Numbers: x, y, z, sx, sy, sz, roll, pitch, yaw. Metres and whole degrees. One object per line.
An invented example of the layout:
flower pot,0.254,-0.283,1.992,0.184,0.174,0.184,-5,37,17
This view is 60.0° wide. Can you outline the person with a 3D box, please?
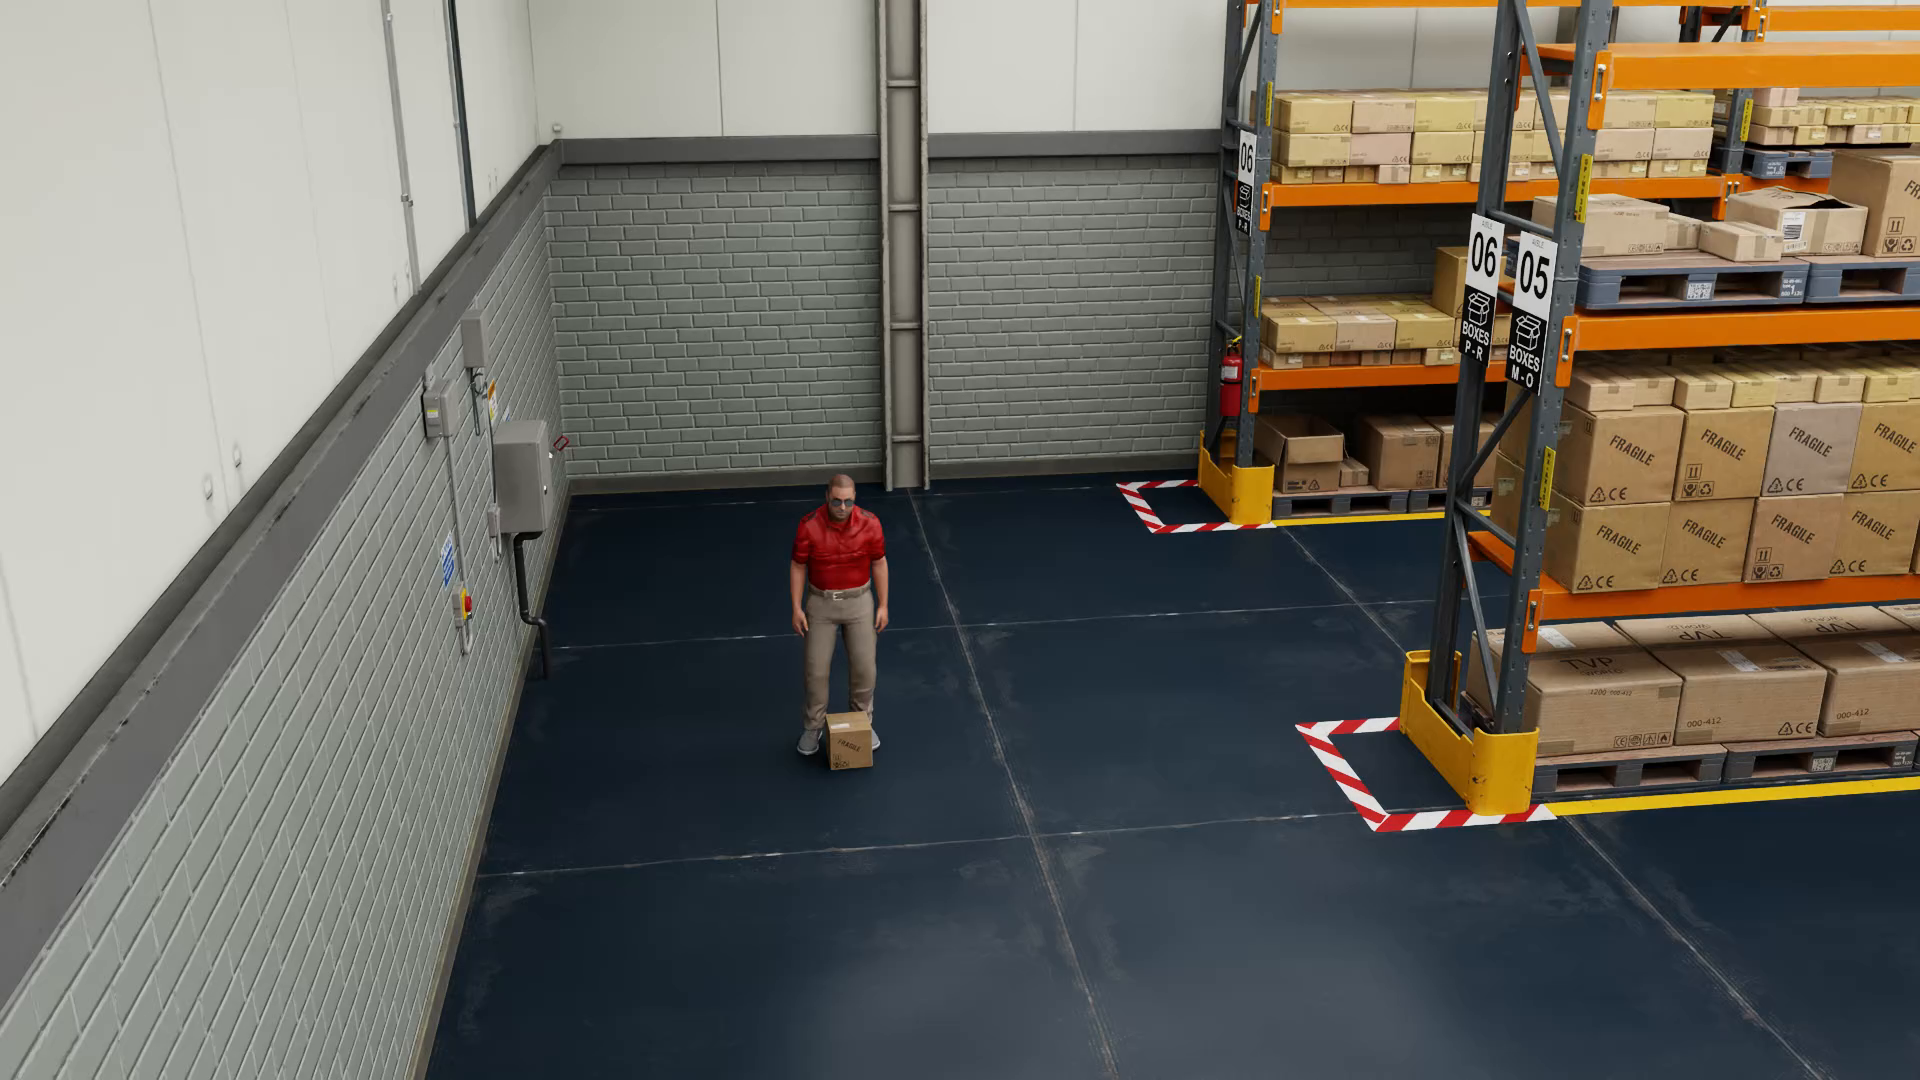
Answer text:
person,-0.715,0.419,9.932,0.587,1.726,0.389,-3,20,-8
